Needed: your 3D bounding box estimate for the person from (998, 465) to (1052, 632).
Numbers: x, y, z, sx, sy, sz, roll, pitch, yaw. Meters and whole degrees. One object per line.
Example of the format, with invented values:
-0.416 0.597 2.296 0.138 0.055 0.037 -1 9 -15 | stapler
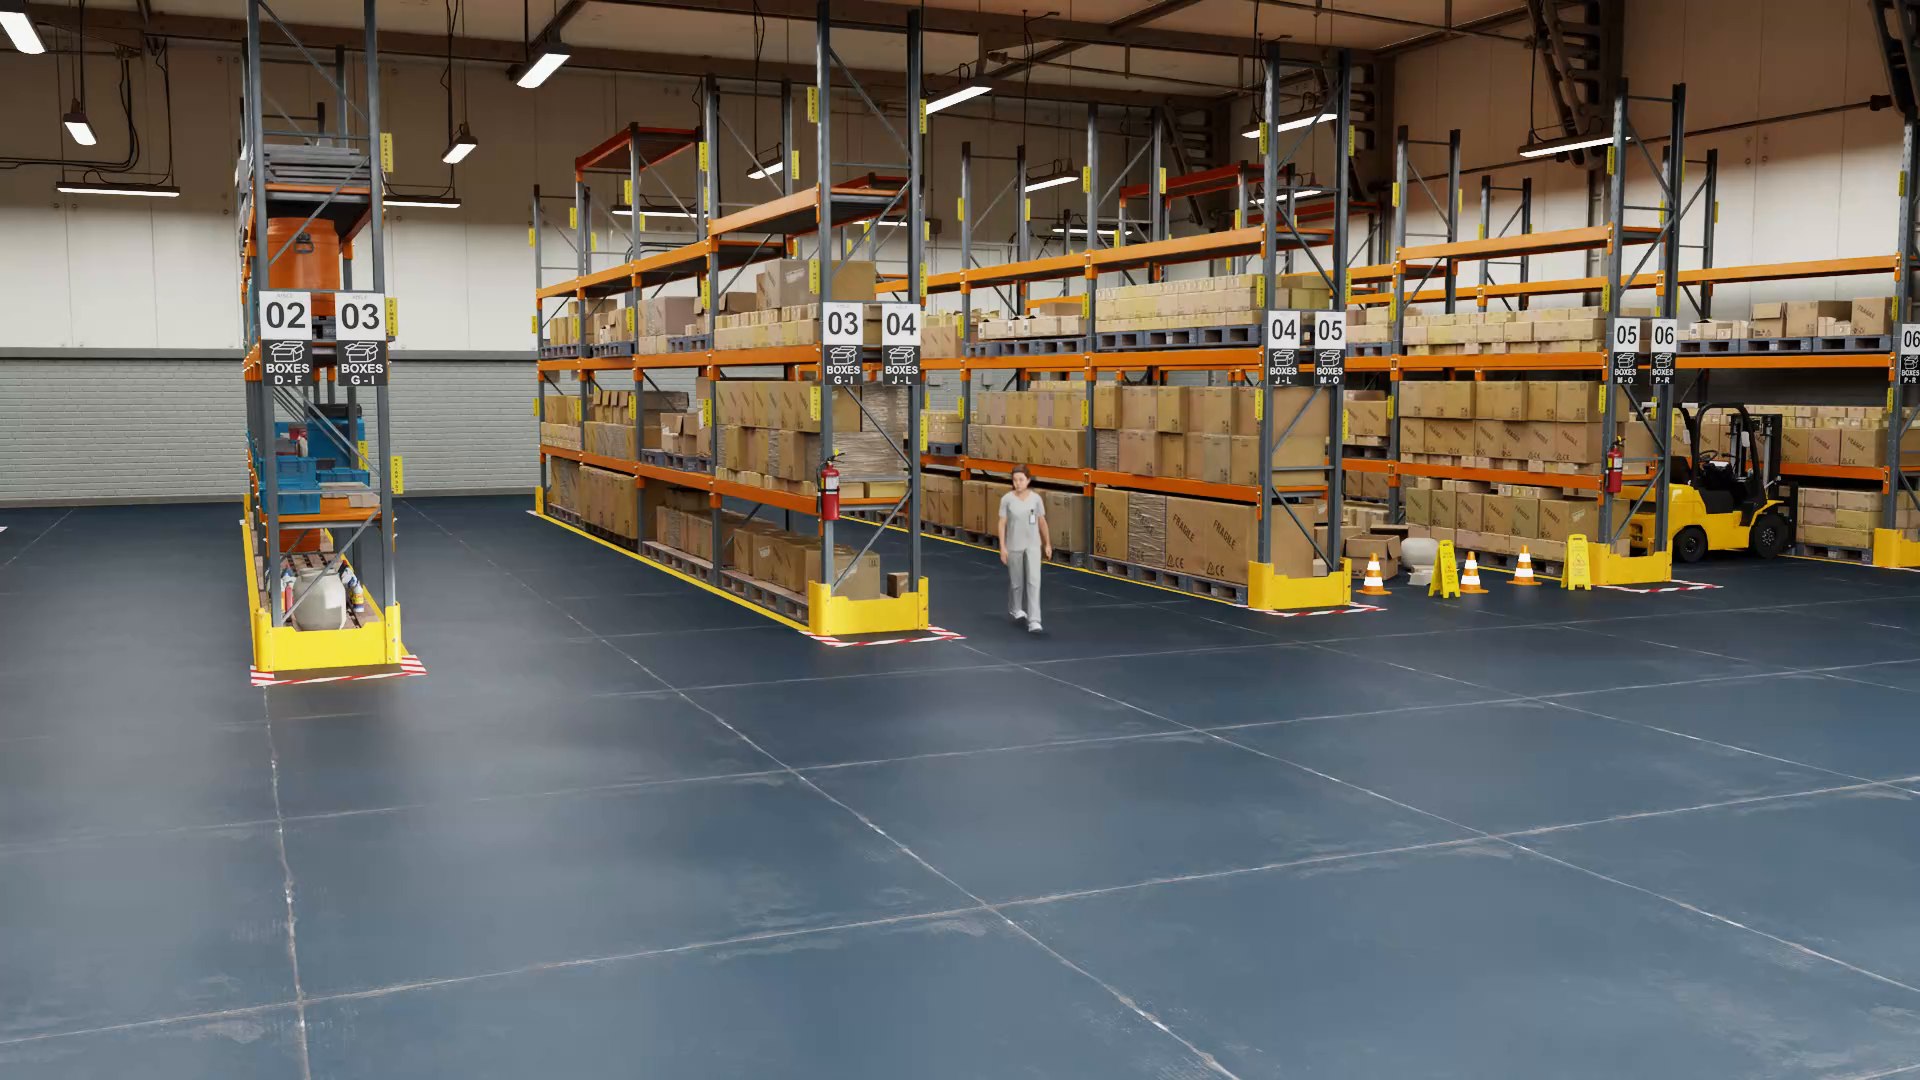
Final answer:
0.645 0.067 16.379 0.545 1.620 1.028 0 5 -2 | person
